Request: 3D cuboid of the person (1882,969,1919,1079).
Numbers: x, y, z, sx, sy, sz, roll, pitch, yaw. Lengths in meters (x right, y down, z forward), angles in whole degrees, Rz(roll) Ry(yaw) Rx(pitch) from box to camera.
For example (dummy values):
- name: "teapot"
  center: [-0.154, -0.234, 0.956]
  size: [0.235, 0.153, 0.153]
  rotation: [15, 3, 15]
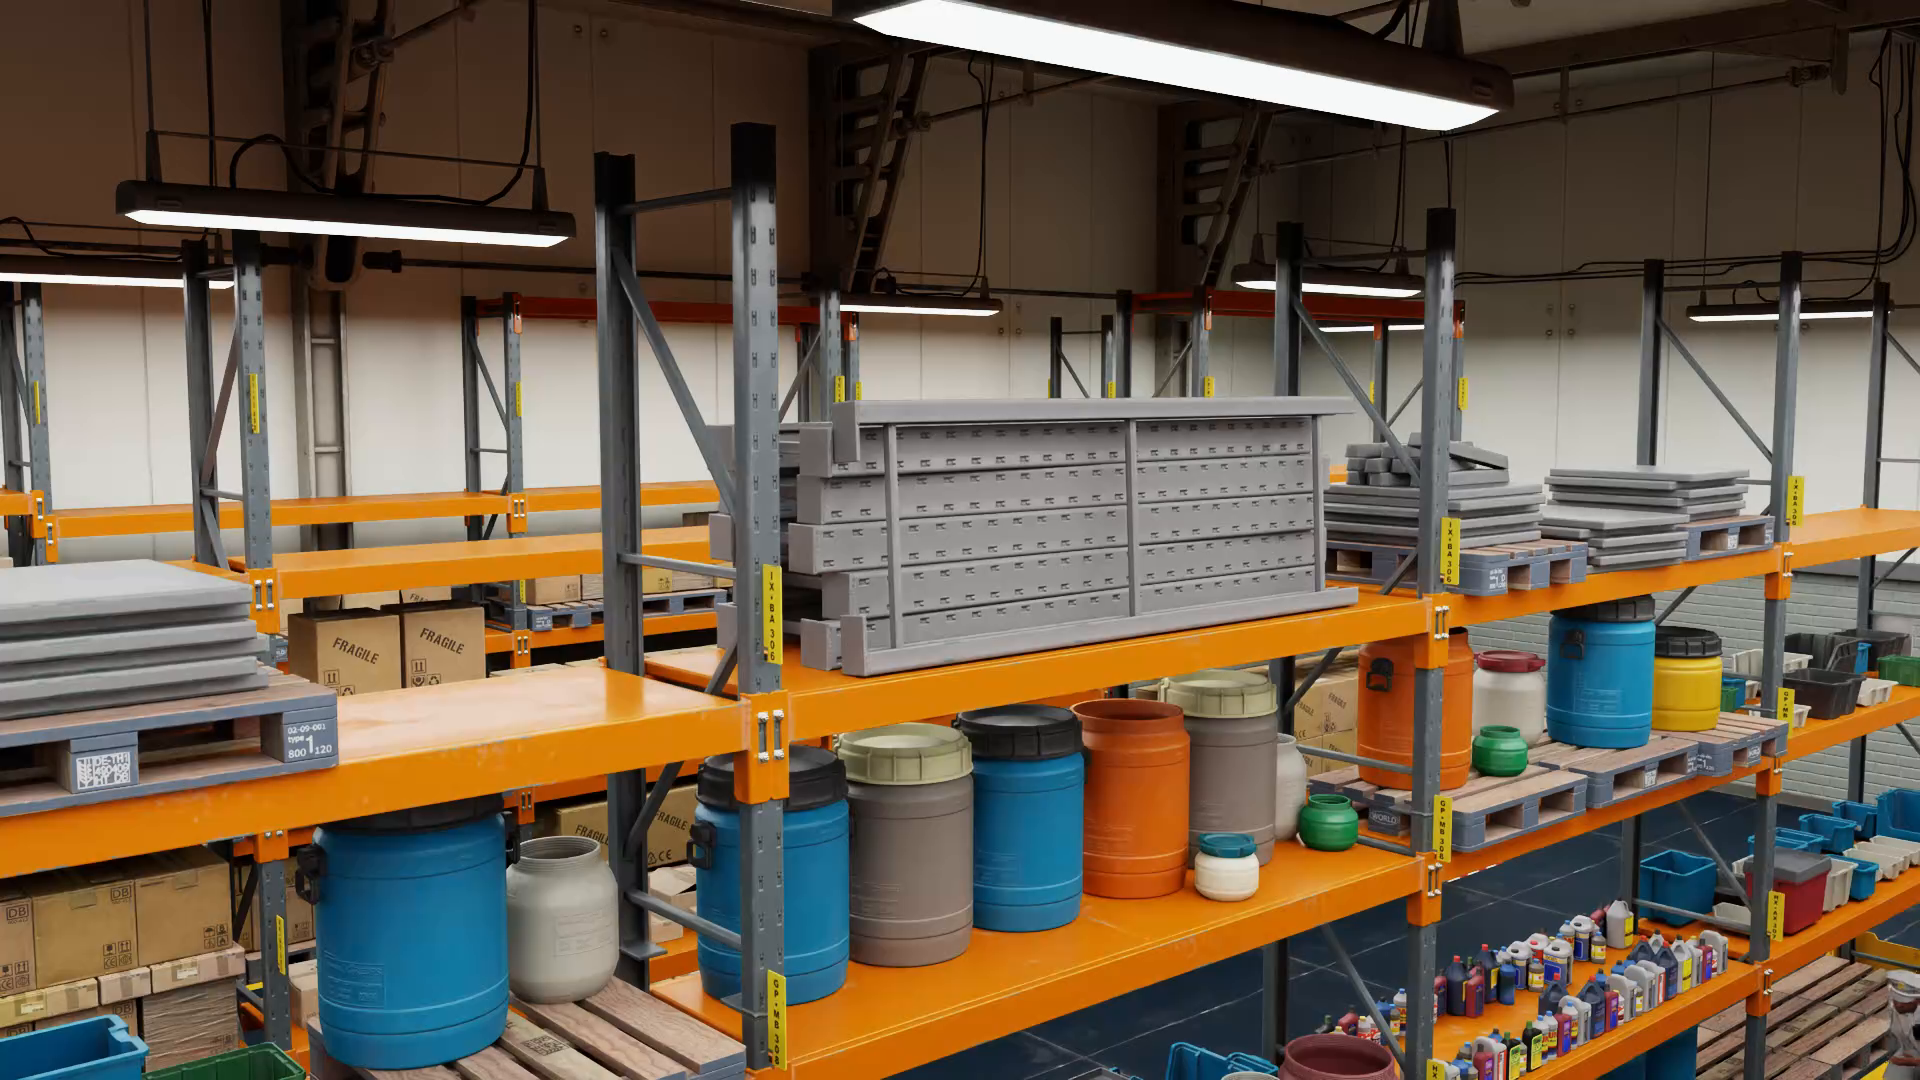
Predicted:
- name: "person"
  center: [6.340, 3.452, 10.854]
  size: [1.082, 1.450, 0.568]
  rotation: [-3, 6, -33]
